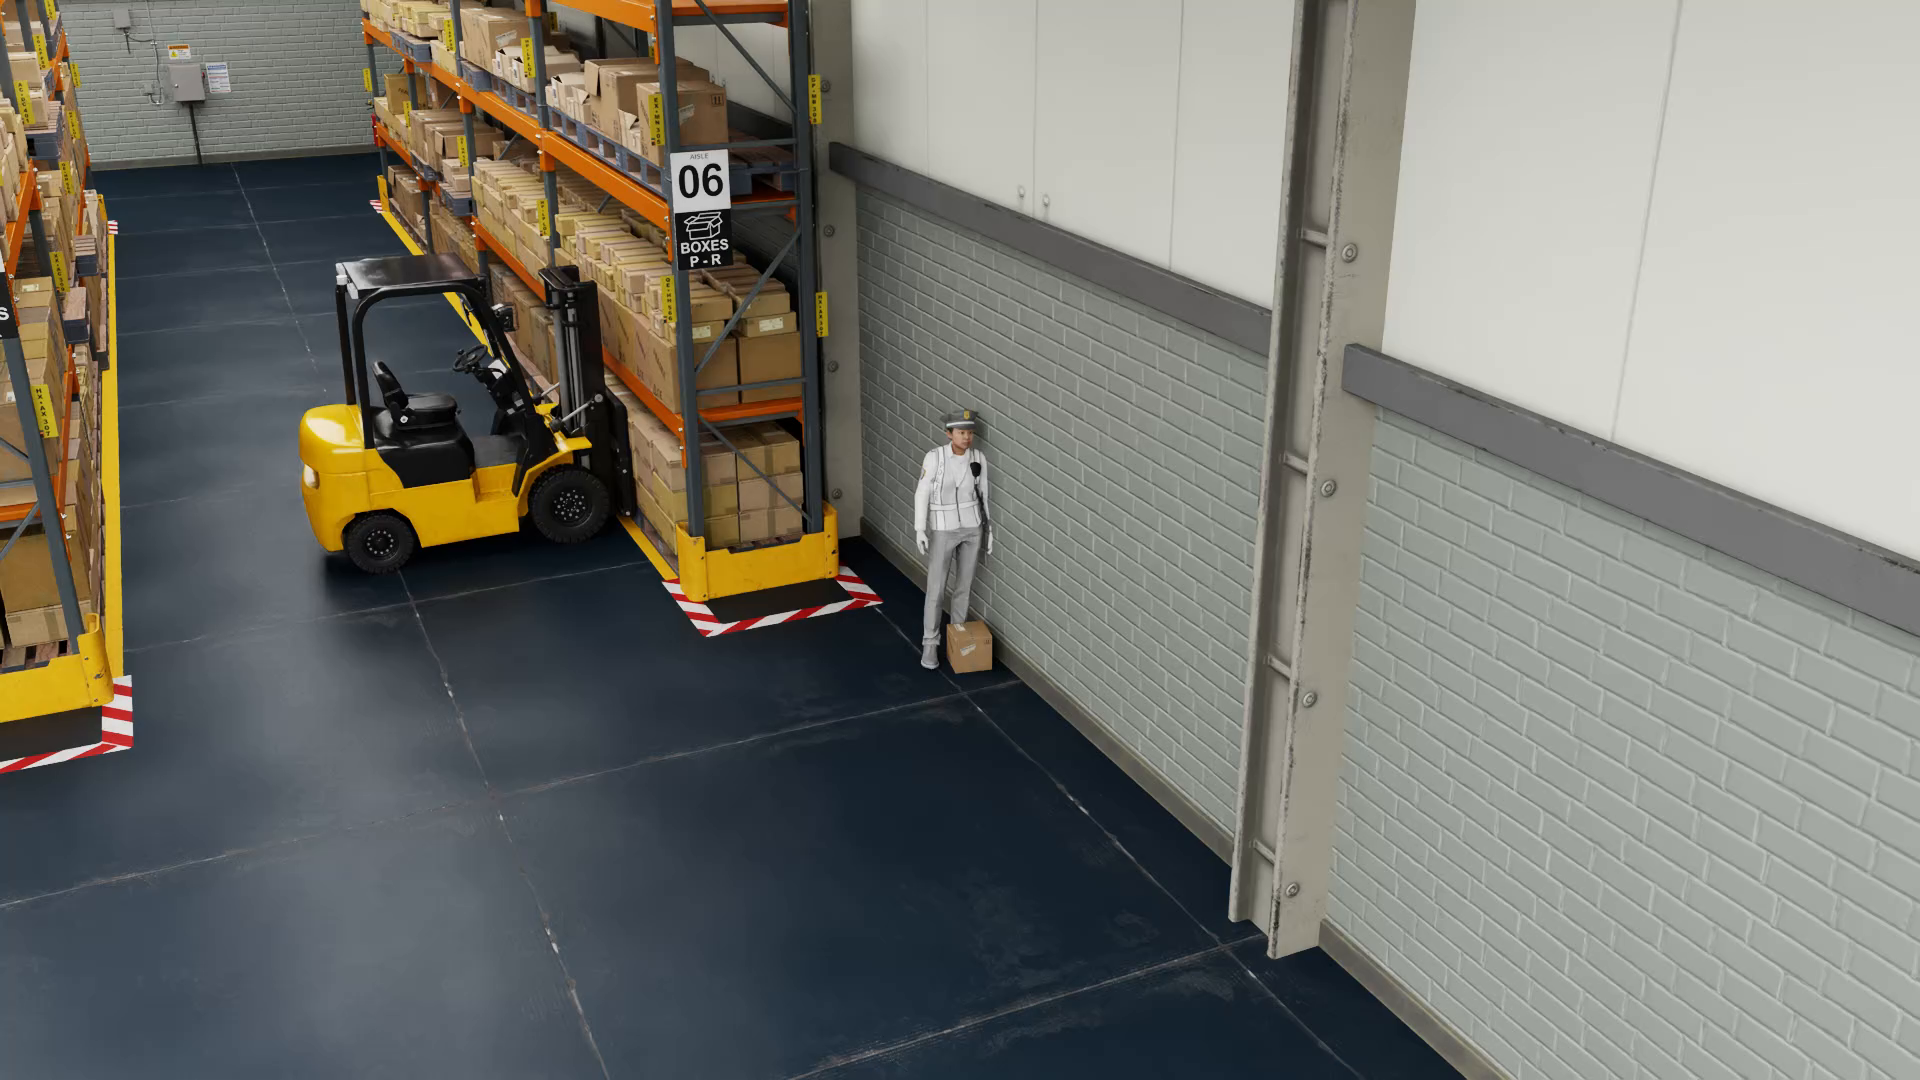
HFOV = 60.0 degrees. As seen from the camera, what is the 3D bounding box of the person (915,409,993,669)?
[{"bbox_3d":[-0.011,-0.035,11.015,0.586,1.694,0.530,-5,23,-12],"label":"person"}]
